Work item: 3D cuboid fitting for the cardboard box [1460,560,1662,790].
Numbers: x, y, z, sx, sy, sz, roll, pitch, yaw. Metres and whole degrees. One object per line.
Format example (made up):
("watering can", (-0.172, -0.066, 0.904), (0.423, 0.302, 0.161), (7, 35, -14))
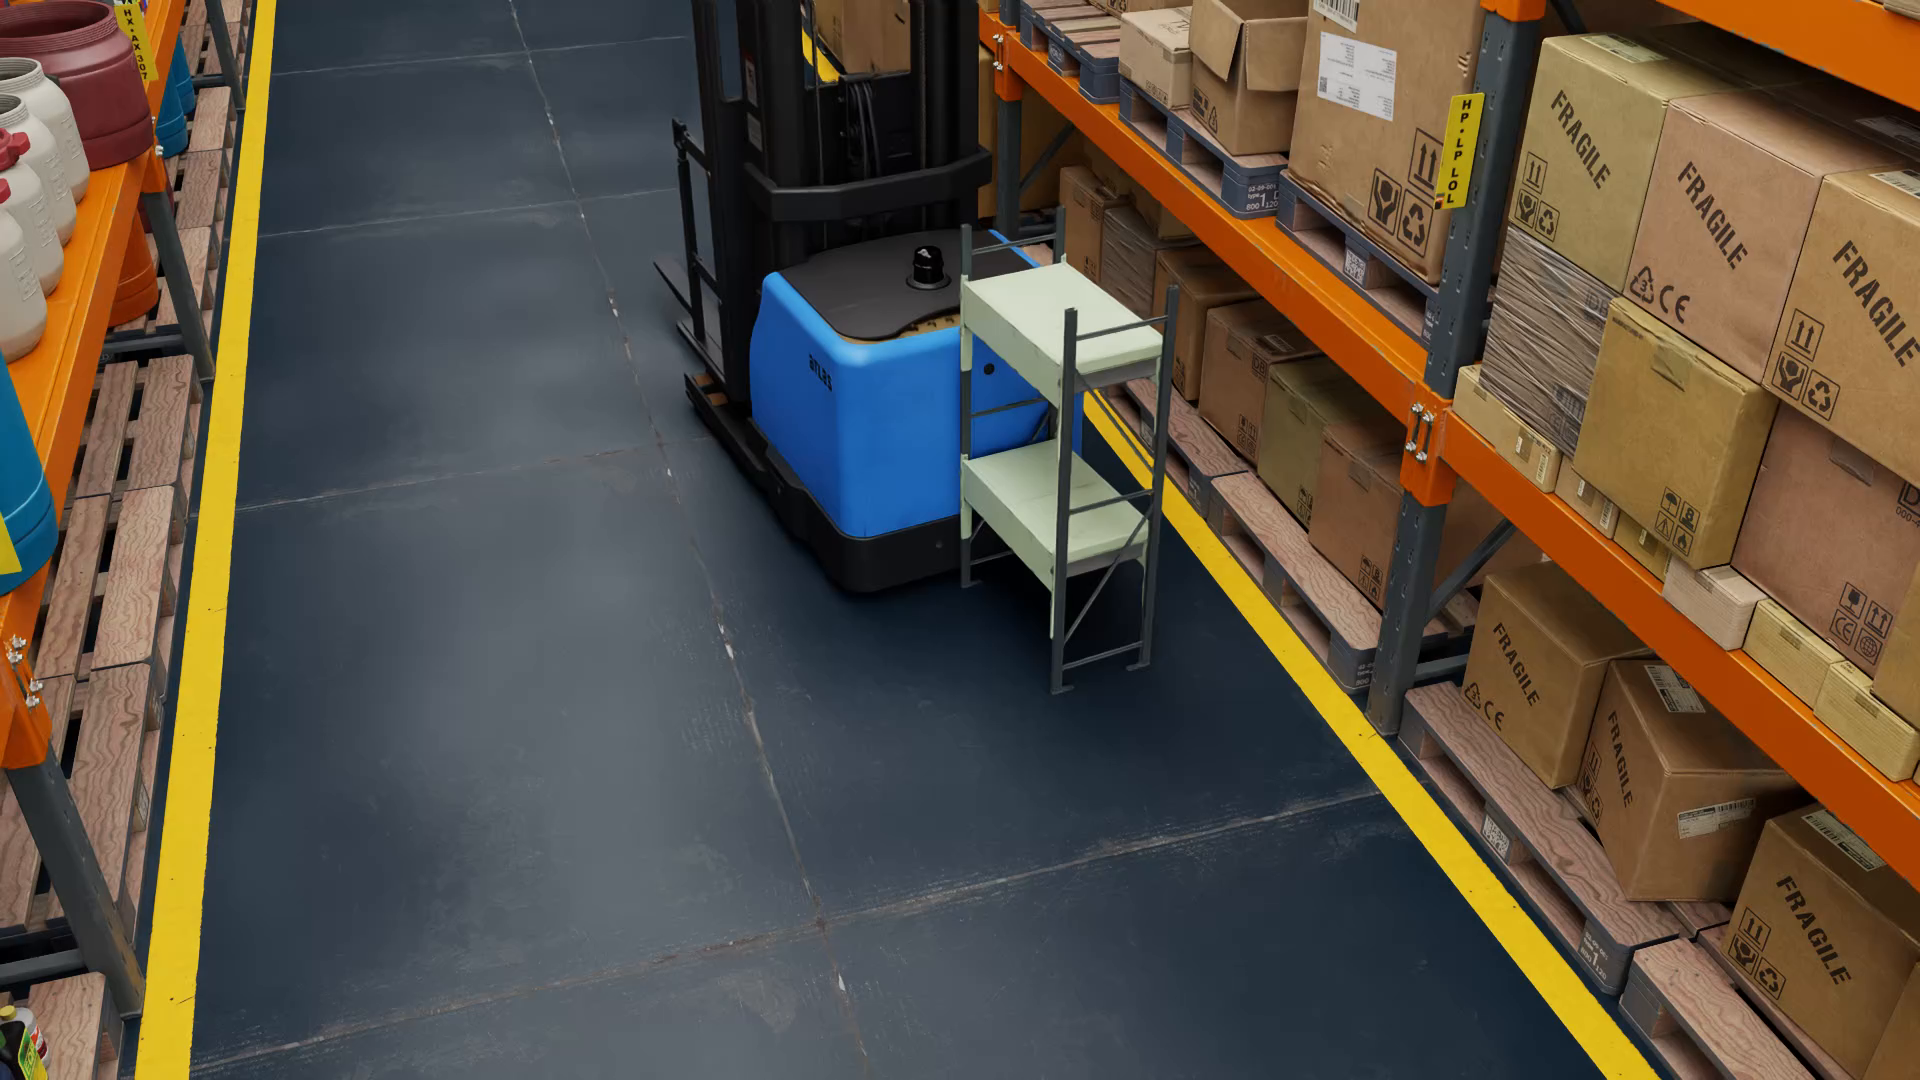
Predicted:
("cardboard box", (1.991, 0.400, 5.311), (0.500, 0.500, 0.500), (-11, 35, -16))

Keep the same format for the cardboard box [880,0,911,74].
("cardboard box", (0.232, -2.909, 9.977), (1.225, 0.875, 0.875), (-10, 35, -15))

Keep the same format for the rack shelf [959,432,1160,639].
("rack shelf", (0.345, -0.035, 6.034), (0.431, 0.370, 0.720), (-15, 36, -22))

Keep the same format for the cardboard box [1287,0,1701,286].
("cardboard box", (1.798, -1.551, 5.451), (1.000, 1.000, 1.000), (-10, 35, -14))

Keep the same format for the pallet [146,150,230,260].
("pallet", (-4.678, -1.835, 9.335), (1.003, 0.211, 1.213), (-10, 35, -15))

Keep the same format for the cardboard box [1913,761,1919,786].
("cardboard box", (2.276, 0.492, 3.512), (0.380, 0.149, 0.250), (-10, 35, -15))

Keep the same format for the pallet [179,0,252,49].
("pallet", (-5.887, -3.910, 12.475), (1.003, 0.211, 1.213), (-10, 35, -15))

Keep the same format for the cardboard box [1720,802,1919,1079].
("cardboard box", (2.437, 1.012, 4.384), (0.500, 0.500, 0.500), (-13, 36, -19))

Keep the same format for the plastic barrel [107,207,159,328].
("plastic barrel", (-4.195, -1.476, 7.850), (0.600, 0.830, 0.708), (-10, 35, -15))

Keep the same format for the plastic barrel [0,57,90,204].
("plastic barrel", (-3.512, -1.494, 6.189), (0.421, 0.512, 0.421), (0, 33, 0))

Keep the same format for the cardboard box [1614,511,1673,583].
("cardboard box", (1.938, -0.027, 4.298), (0.380, 0.149, 0.250), (-10, 35, -15))

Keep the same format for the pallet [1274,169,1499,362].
("pallet", (1.813, -1.030, 5.763), (1.003, 0.211, 1.213), (-10, 35, -15))

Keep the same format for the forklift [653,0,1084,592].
("forklift", (-0.608, -1.820, 6.846), (1.130, 2.935, 3.031), (-15, 36, -22))

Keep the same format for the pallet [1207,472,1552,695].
("pallet", (1.668, 0.070, 6.452), (1.003, 0.211, 1.213), (-10, 35, -15))

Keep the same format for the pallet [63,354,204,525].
("pallet", (-3.830, -0.375, 7.126), (1.003, 0.211, 1.213), (-10, 35, -15))

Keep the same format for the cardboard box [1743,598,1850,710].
("cardboard box", (2.091, 0.236, 3.900), (0.380, 0.149, 0.250), (-10, 35, -15))

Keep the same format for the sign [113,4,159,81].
("sign", (-3.508, -2.116, 7.084), (0.100, 0.325, 0.005), (-10, 35, -15))

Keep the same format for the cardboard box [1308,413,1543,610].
("cardboard box", (1.741, -0.151, 6.127), (0.700, 0.500, 0.500), (-13, 36, -18))

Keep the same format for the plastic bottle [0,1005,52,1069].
("plastic bottle", (-2.402, 1.270, 4.246), (0.097, 0.201, 0.097), (0, 33, 0))

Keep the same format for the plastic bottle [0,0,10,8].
("plastic bottle", (-4.827, -2.765, 8.320), (0.061, 0.283, 0.133), (-10, 35, -15))

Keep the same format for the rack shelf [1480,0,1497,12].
("rack shelf", (1.297, -2.686, 6.026), (1.077, 0.370, 4.000), (-10, 35, -15))

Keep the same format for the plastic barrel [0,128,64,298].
("plastic barrel", (-3.248, -1.060, 5.510), (0.433, 0.535, 0.433), (0, 33, 0))

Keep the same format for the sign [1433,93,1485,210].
("sign", (1.380, -1.073, 4.602), (0.100, 0.325, 0.005), (-10, 35, -15))

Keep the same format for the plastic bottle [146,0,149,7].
("plastic bottle", (-4.215, -2.852, 8.461), (0.097, 0.271, 0.097), (0, 33, 0))

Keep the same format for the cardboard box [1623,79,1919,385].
("cardboard box", (1.956, -0.726, 3.861), (0.500, 0.500, 0.500), (-10, 35, -15))

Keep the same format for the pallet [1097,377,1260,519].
("pallet", (1.293, -0.572, 7.423), (1.003, 0.211, 1.213), (-10, 35, -15))

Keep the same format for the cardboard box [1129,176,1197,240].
("cardboard box", (1.092, -1.615, 7.661), (0.500, 0.250, 0.500), (-6, 34, -9))

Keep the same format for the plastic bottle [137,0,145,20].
("plastic bottle", (-4.145, -2.731, 8.278), (0.097, 0.271, 0.097), (0, 33, 0))

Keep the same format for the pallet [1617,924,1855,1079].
("pallet", (2.522, 1.467, 4.338), (1.003, 0.211, 1.213), (-10, 35, -15))

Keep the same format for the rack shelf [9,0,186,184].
("rack shelf", (-4.640, -2.702, 8.771), (1.077, 0.370, 4.000), (-10, 35, -15))

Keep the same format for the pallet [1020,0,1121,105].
("pallet", (1.006, -2.349, 7.757), (1.213, 0.211, 1.003), (-10, 35, -15))

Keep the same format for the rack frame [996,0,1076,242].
("rack frame", (0.687, -2.785, 8.244), (1.000, 3.000, 0.127), (-10, 35, -15))

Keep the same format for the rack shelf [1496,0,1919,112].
("rack shelf", (2.517, -0.586, 2.848), (1.077, 0.370, 4.000), (-10, 35, -15))

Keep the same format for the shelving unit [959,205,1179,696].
("shelving unit", (0.345, -0.307, 5.854), (0.431, 1.500, 0.755), (-15, 36, -22))

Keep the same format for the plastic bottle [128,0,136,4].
("plastic bottle", (-4.063, -2.627, 8.110), (0.061, 0.283, 0.133), (-10, 35, -15))

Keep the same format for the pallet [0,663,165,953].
("pallet", (-3.086, 0.906, 5.188), (1.003, 0.211, 1.213), (-10, 35, -15))

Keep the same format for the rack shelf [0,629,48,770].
("rack shelf", (-2.199, 1.498, 2.414), (1.077, 0.370, 4.000), (-10, 35, -15))

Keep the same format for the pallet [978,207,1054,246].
("pallet", (0.519, -2.048, 9.658), (1.003, 0.211, 1.213), (-10, 35, -15))

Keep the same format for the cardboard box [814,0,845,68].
("cardboard box", (-0.319, -3.841, 11.388), (1.225, 0.875, 0.875), (-10, 35, -15))

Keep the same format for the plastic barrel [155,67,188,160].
("plastic barrel", (-4.884, -2.692, 9.625), (0.600, 0.901, 0.708), (-10, 35, -15))

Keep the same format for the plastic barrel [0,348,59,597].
("plastic barrel", (-2.639, -0.315, 4.051), (0.600, 0.901, 0.708), (-10, 35, -15))

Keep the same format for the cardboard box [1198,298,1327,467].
("cardboard box", (1.442, -0.699, 6.955), (0.700, 0.500, 0.500), (-13, 36, -19))

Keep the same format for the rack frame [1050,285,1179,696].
("rack frame", (0.506, -0.126, 5.580), (0.400, 1.500, 0.023), (-15, 36, -22))

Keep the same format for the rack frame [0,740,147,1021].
("rack frame", (-2.810, 0.148, 3.805), (1.000, 3.000, 0.127), (-10, 35, -15))

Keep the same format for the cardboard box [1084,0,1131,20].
("cardboard box", (0.890, -2.725, 7.681), (0.500, 0.500, 0.500), (-14, 36, -21))

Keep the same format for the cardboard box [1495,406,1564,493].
("cardboard box", (1.750, -0.283, 4.685), (0.380, 0.149, 0.250), (-10, 35, -15))

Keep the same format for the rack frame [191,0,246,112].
("rack frame", (-5.250, -4.052, 10.161), (1.000, 3.000, 0.127), (-10, 35, -15))

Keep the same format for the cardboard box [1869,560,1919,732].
("cardboard box", (2.466, 0.180, 3.397), (0.875, 0.500, 0.500), (-10, 35, -15))

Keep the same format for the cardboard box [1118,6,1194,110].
("cardboard box", (0.979, -1.979, 6.779), (0.500, 0.250, 0.500), (-11, 35, -16))

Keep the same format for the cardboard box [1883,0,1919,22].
("cardboard box", (2.108, -1.055, 3.041), (0.500, 0.250, 0.500), (-11, 35, -17))

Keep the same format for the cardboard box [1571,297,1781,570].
("cardboard box", (2.105, -0.335, 4.176), (0.875, 0.500, 0.500), (-10, 35, -15))

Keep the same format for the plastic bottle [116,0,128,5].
("plastic bottle", (-3.992, -2.506, 7.927), (0.061, 0.283, 0.133), (-10, 35, -15))

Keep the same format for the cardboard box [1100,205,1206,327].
("cardboard box", (1.092, -1.288, 7.847), (0.700, 0.500, 0.500), (-13, 36, -19))
